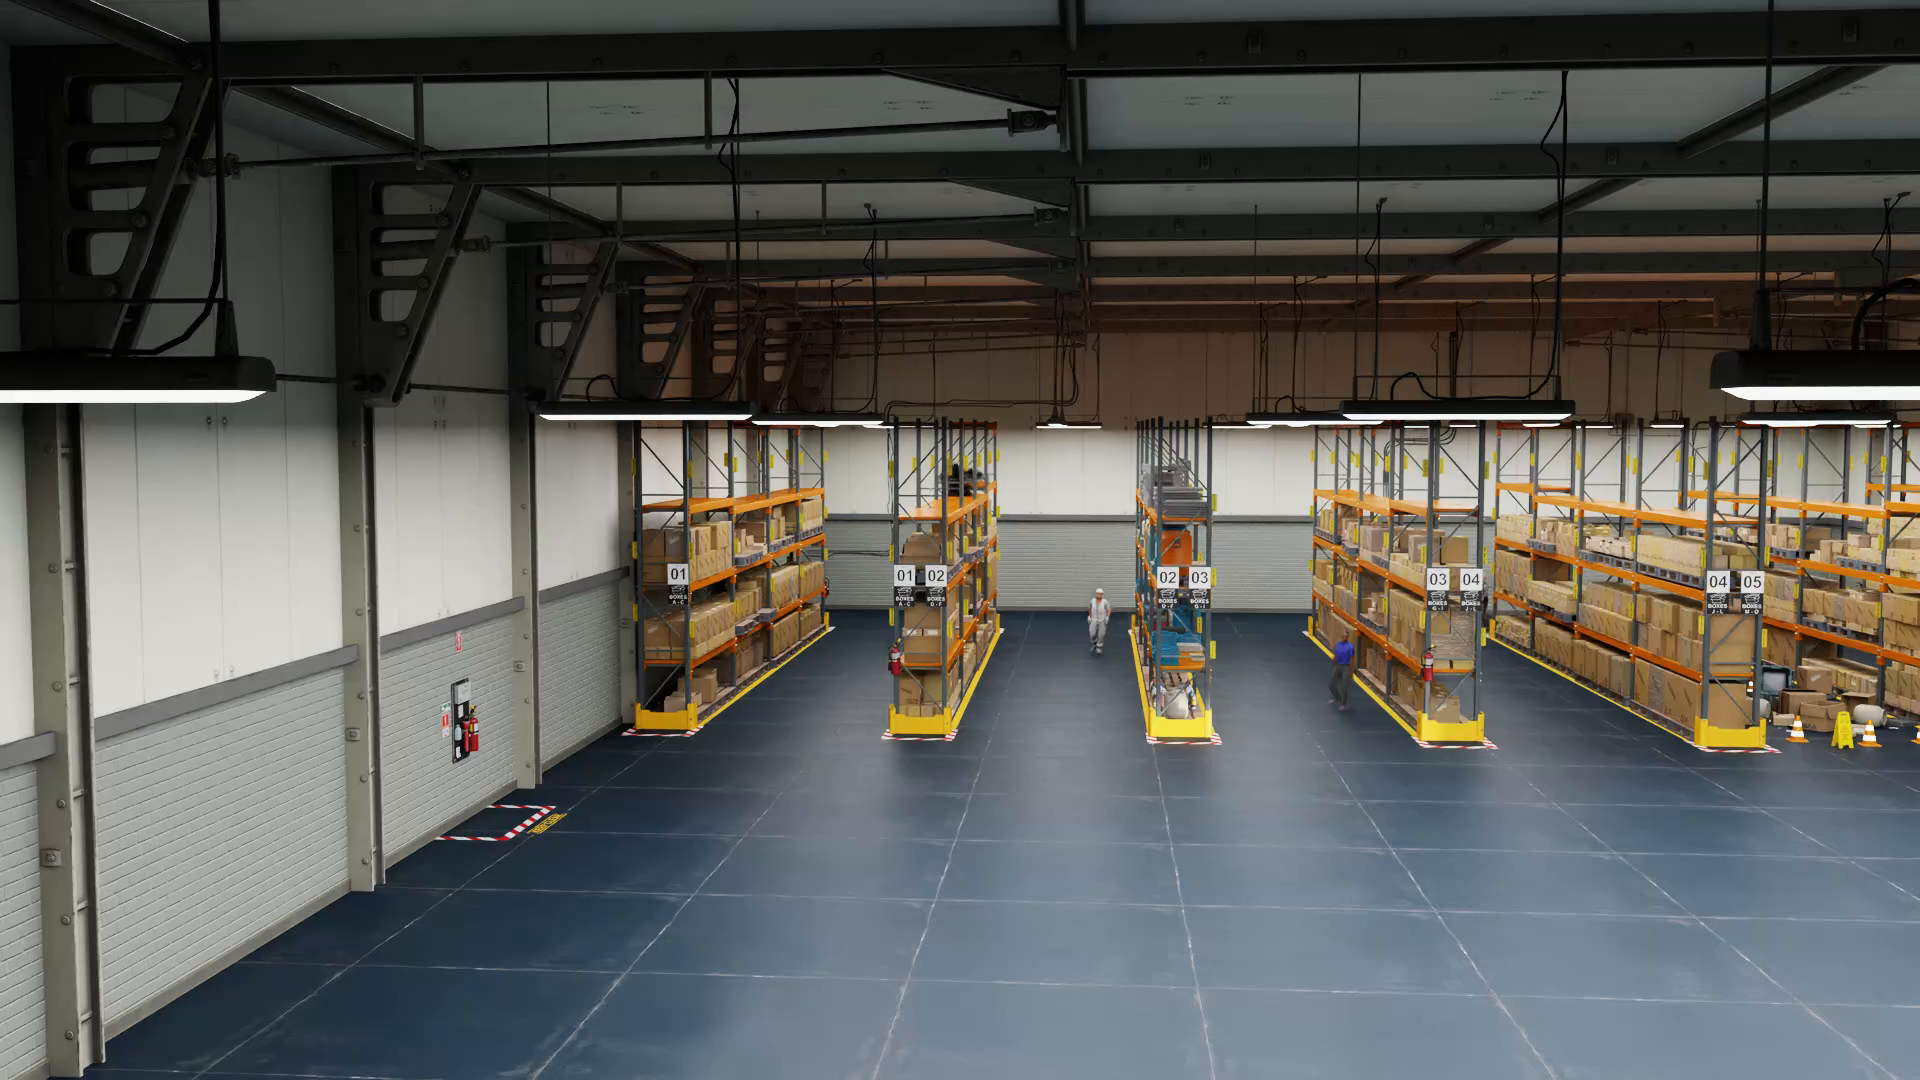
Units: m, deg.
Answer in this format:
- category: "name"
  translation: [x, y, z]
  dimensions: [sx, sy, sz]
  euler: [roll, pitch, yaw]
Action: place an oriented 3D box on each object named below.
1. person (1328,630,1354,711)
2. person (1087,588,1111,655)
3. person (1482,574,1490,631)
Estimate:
- category: "person"
  translation: [7.862, 2.677, 34.220]
  dimensions: [0.587, 1.684, 0.453]
  euler: [3, 5, 38]
- category: "person"
  translation: [3.520, 2.081, 42.326]
  dimensions: [0.679, 1.734, 0.776]
  euler: [1, 4, 14]
- category: "person"
  translation: [14.803, 1.806, 47.163]
  dimensions: [0.701, 1.731, 0.647]
  euler: [-1, 4, -16]
